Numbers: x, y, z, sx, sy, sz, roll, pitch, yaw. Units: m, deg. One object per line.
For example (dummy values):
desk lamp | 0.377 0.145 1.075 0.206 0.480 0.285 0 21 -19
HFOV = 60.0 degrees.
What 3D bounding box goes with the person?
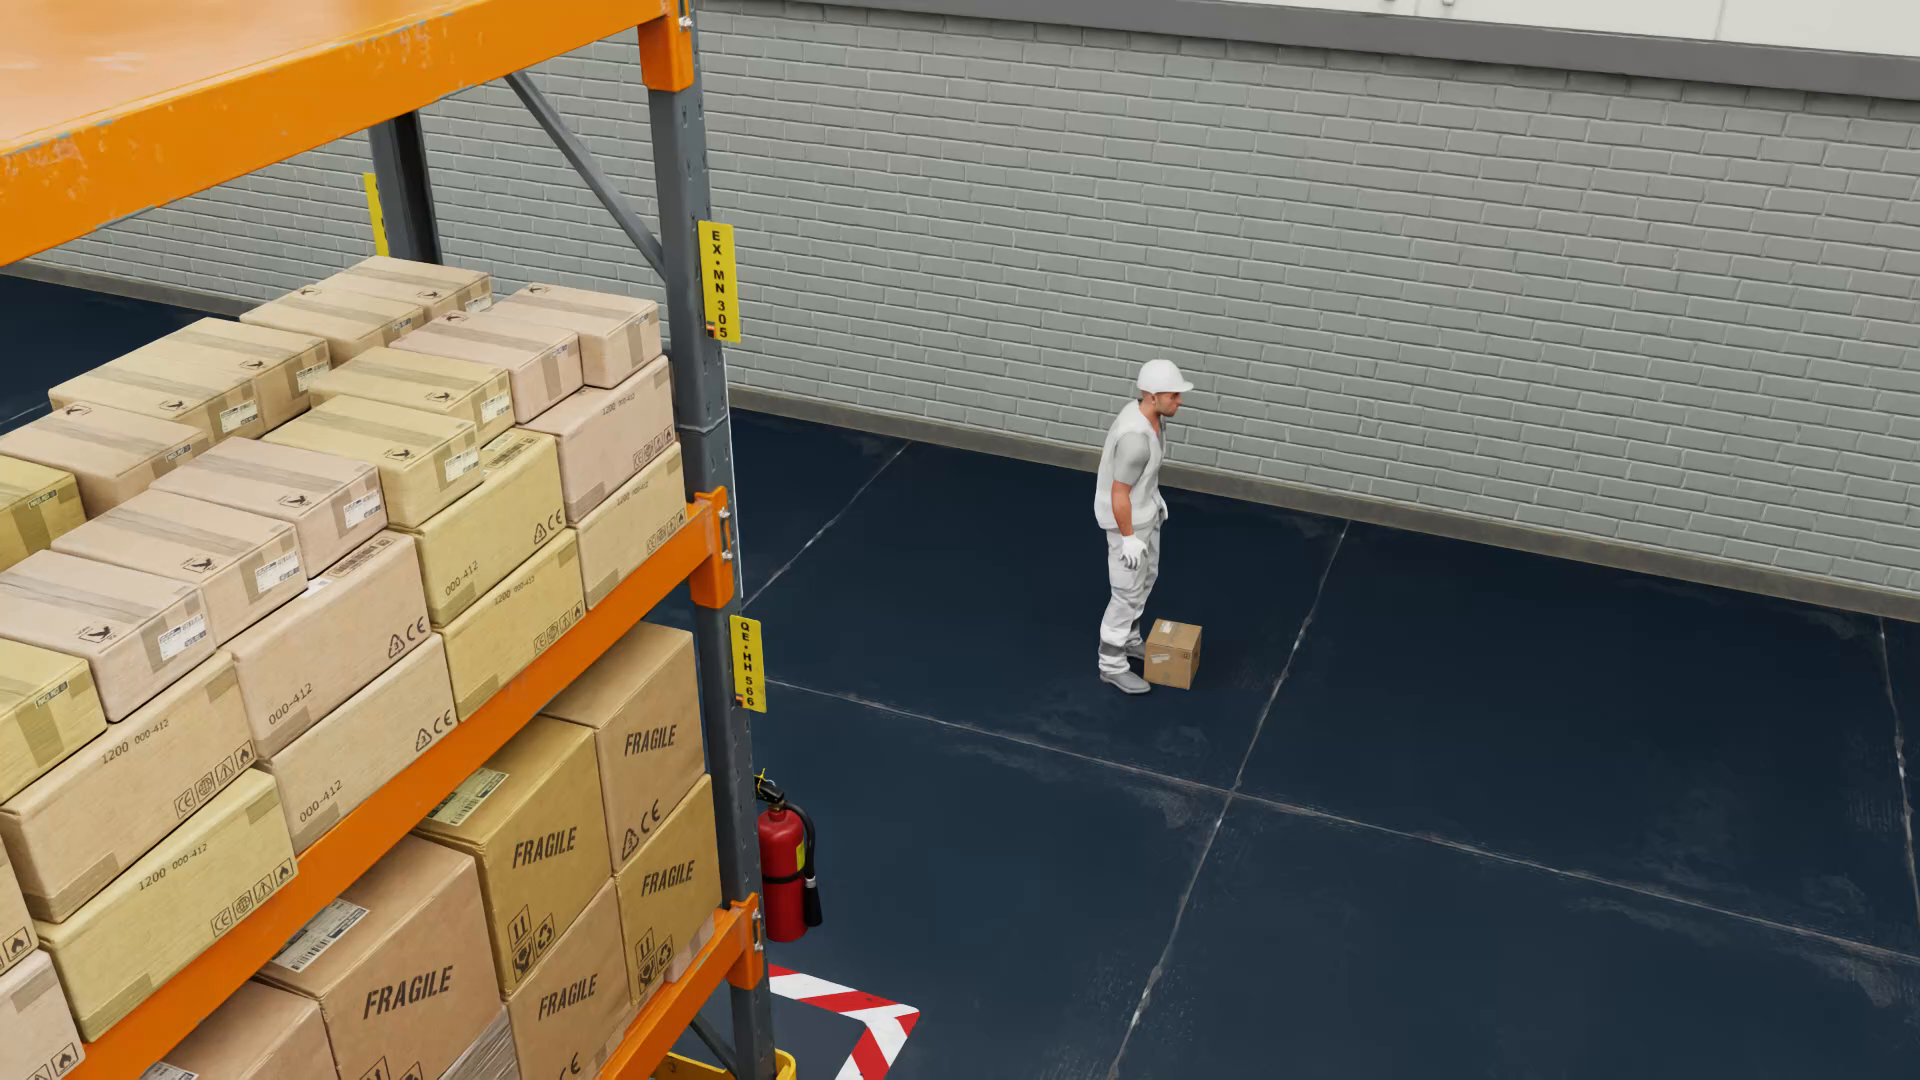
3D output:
person | 0.925 -0.100 8.562 0.449 1.780 0.623 10 31 17
